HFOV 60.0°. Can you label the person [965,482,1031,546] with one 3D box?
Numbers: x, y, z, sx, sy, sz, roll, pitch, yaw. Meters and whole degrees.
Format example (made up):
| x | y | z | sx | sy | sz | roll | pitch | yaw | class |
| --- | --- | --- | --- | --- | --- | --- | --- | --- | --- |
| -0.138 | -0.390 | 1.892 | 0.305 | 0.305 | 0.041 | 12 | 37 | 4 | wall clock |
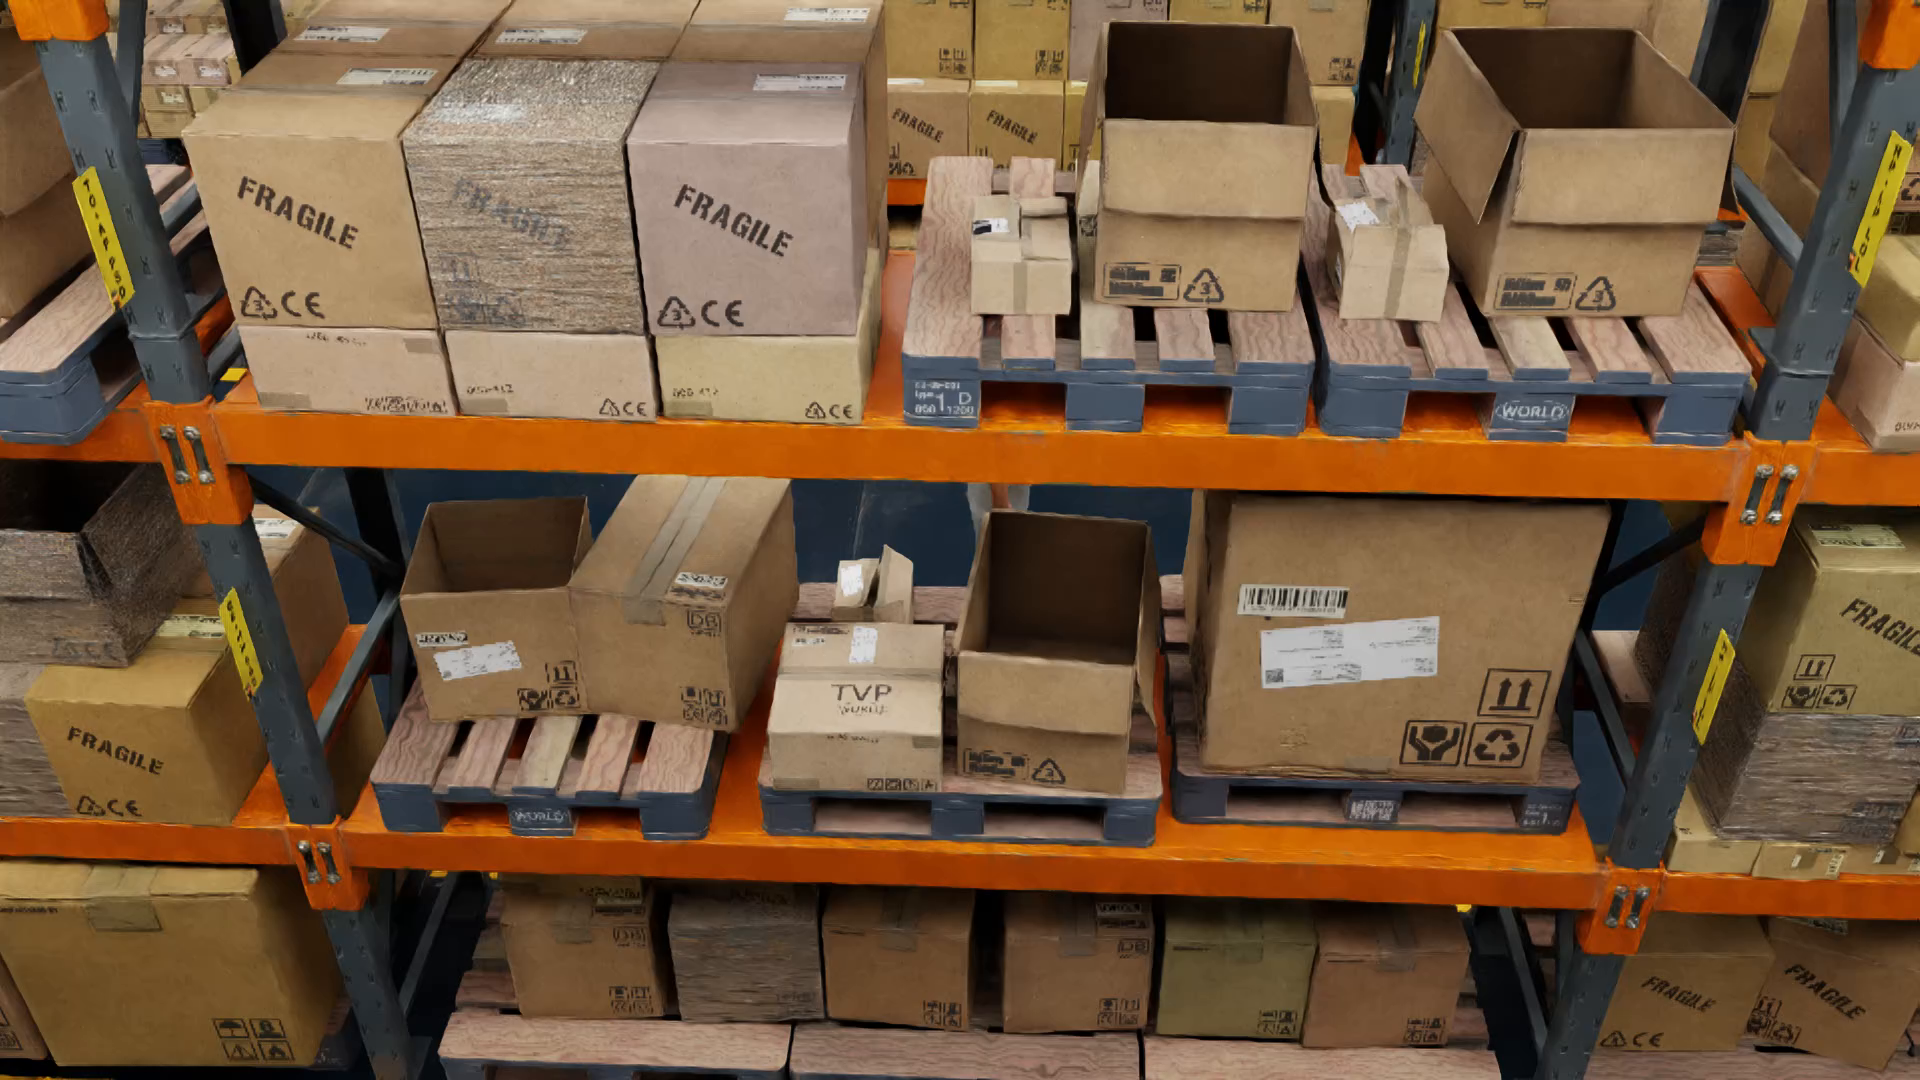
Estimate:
| x | y | z | sx | sy | sz | roll | pitch | yaw | class |
| --- | --- | --- | --- | --- | --- | --- | --- | --- | --- |
| 0.230 | -0.174 | 7.325 | 0.473 | 1.671 | 0.642 | -5 | 36 | -7 | person |
